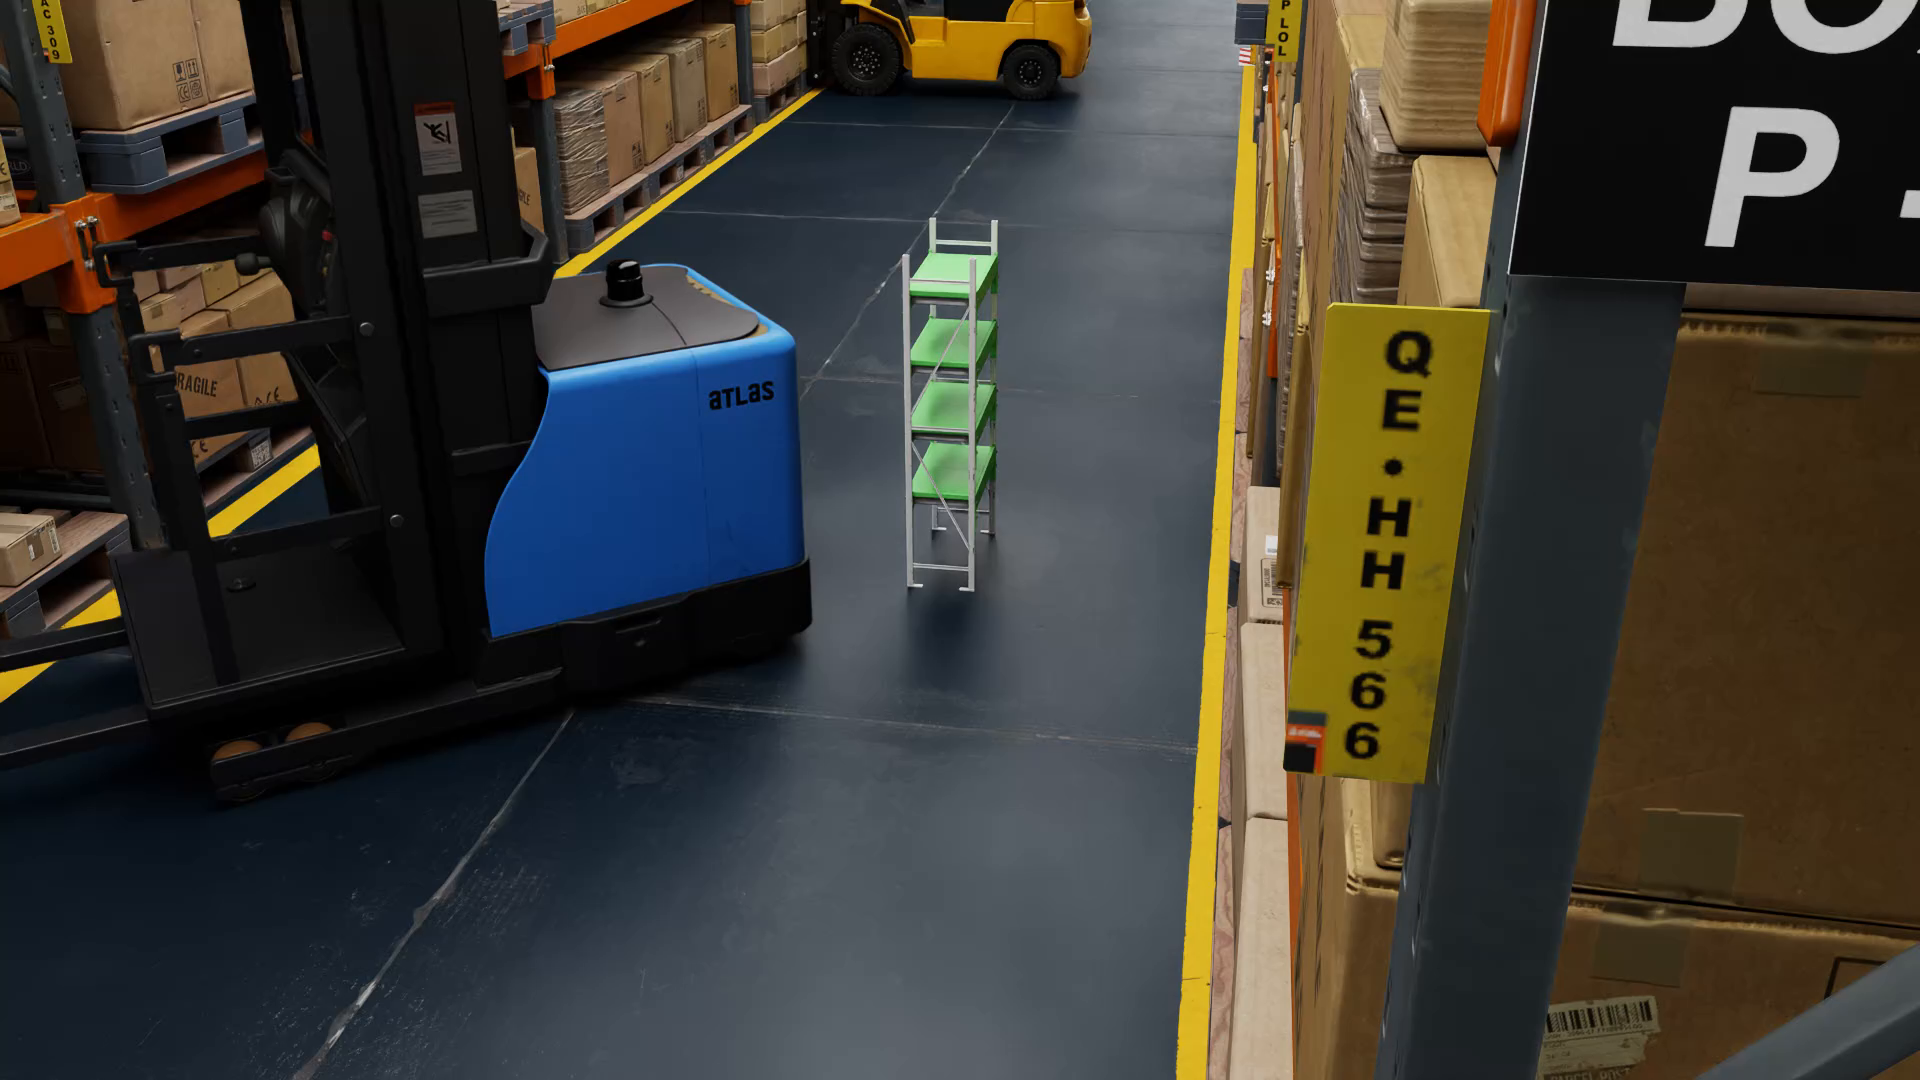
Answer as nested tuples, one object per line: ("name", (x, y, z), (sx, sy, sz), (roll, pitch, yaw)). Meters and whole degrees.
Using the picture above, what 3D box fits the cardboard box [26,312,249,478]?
("cardboard box", (-3.144, -0.574, 6.391), (0.500, 0.500, 0.500), (5, 26, 11))

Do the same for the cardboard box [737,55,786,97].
("cardboard box", (-1.731, -3.799, 13.576), (0.500, 0.250, 0.500), (4, 25, 9))

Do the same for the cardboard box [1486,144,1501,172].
("cardboard box", (0.678, -0.377, 1.456), (0.380, 0.149, 0.250), (4, 25, 9))

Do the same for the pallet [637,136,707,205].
("pallet", (-2.416, -2.589, 11.533), (1.003, 0.211, 1.213), (4, 25, 9))

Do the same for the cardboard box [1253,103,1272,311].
("cardboard box", (1.912, -1.604, 8.150), (0.875, 0.875, 0.875), (4, 25, 8))

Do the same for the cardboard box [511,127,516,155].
("cardboard box", (-2.622, -2.130, 8.950), (0.380, 0.149, 0.250), (3, 25, 6))

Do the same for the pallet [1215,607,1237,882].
("pallet", (1.251, 0.589, 4.743), (1.003, 0.211, 1.213), (4, 25, 9))

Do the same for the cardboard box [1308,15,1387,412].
("cardboard box", (0.784, -0.457, 2.391), (0.500, 0.500, 0.500), (4, 25, 8))

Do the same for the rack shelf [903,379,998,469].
("rack shelf", (-0.027, -0.416, 5.875), (0.258, 0.148, 0.480), (4, 25, 9))

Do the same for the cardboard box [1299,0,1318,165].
("cardboard box", (1.048, -1.092, 3.746), (0.500, 0.500, 0.500), (4, 25, 8))

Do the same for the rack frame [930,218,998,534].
("rack frame", (0.013, -0.576, 6.066), (0.240, 1.200, 0.015), (4, 25, 9))

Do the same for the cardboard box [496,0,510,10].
("cardboard box", (-2.520, -2.777, 8.446), (0.380, 0.149, 0.250), (4, 25, 9))

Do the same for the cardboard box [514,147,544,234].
("cardboard box", (-2.648, -1.868, 9.156), (0.500, 0.500, 0.500), (5, 26, 10))

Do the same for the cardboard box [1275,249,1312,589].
("cardboard box", (0.860, -0.221, 3.065), (0.500, 0.500, 0.500), (5, 26, 10))

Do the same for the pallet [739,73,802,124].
("pallet", (-1.966, -3.742, 13.995), (1.003, 0.211, 1.213), (4, 25, 9))

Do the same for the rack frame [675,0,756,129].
("rack frame", (-2.137, -4.675, 12.699), (1.000, 3.000, 0.127), (4, 25, 9))

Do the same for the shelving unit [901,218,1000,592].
("shelving unit", (-0.027, -0.474, 5.848), (0.258, 1.200, 0.503), (4, 25, 9))

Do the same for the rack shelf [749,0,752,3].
("rack shelf", (-1.810, -5.186, 14.639), (1.077, 0.370, 4.000), (4, 25, 9))

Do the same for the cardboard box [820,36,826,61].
("cardboard box", (-1.493, -4.440, 14.944), (0.500, 0.250, 0.500), (5, 26, 10))

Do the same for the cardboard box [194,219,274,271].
("cardboard box", (-3.015, -1.259, 7.090), (0.380, 0.149, 0.250), (4, 25, 8))

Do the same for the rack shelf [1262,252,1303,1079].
("rack shelf", (1.126, 0.176, 3.185), (1.077, 0.370, 4.000), (4, 25, 9))

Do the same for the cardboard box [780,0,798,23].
("cardboard box", (-1.655, -4.466, 13.822), (0.500, 0.250, 0.500), (4, 25, 9))

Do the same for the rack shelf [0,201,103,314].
("rack shelf", (-3.771, -0.167, 3.916), (1.077, 0.370, 4.000), (4, 25, 9))

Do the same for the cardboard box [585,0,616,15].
("cardboard box", (-2.390, -3.313, 9.966), (0.500, 0.250, 0.500), (3, 25, 7))

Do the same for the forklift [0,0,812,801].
("forklift", (-2.025, -0.849, 4.606), (3.031, 2.935, 1.130), (-14, 28, -27))

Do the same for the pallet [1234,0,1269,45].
("pallet", (2.118, -2.878, 9.087), (1.213, 0.211, 1.003), (4, 25, 9))

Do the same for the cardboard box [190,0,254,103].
("cardboard box", (-3.060, -1.968, 6.303), (0.700, 0.500, 0.500), (4, 25, 9))

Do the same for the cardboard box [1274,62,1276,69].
("cardboard box", (1.779, -2.404, 8.025), (0.500, 0.250, 0.500), (4, 25, 8))

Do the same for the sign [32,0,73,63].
("sign", (-2.908, -1.687, 5.294), (0.100, 0.325, 0.005), (4, 25, 9))

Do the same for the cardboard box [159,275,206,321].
("cardboard box", (-3.155, -0.934, 6.394), (0.380, 0.149, 0.250), (3, 25, 7))

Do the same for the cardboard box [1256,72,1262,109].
("cardboard box", (2.592, -3.543, 13.030), (0.500, 0.250, 0.500), (5, 26, 11))

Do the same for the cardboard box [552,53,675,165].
("cardboard box", (-2.467, -2.932, 11.281), (0.875, 0.625, 0.625), (3, 25, 6))

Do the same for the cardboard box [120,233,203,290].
("cardboard box", (-3.128, -1.059, 6.312), (0.380, 0.149, 0.250), (3, 25, 6))

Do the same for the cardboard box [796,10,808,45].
("cardboard box", (-1.580, -4.447, 14.371), (0.500, 0.250, 0.500), (4, 25, 8))

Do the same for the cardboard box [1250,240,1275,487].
("cardboard box", (1.475, -0.479, 5.747), (0.875, 0.875, 0.875), (5, 26, 10))

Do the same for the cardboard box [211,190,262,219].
("cardboard box", (-3.428, -1.503, 7.610), (0.380, 0.149, 0.250), (3, 25, 6))

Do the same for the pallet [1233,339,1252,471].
("pallet", (1.702, -0.563, 7.205), (1.003, 0.211, 1.213), (4, 25, 9))

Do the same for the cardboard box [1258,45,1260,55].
("cardboard box", (2.756, -4.309, 13.782), (0.500, 0.500, 0.500), (5, 26, 11))

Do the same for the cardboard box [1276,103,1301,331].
("cardboard box", (1.118, -0.854, 4.418), (0.500, 0.500, 0.500), (5, 26, 10))

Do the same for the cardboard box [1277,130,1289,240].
("cardboard box", (1.278, -1.124, 5.289), (0.500, 0.250, 0.500), (3, 25, 7))

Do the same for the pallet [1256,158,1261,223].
("pallet", (2.438, -2.232, 10.770), (1.003, 0.211, 1.213), (4, 25, 9))

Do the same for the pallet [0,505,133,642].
("pallet", (-3.558, 0.221, 5.529), (1.003, 0.211, 1.213), (4, 25, 9))

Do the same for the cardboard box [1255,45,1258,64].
("cardboard box", (2.919, -4.419, 14.901), (0.500, 0.250, 0.500), (5, 26, 10))

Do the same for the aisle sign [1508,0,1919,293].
("aisle sign", (0.482, -0.482, 0.676), (0.394, 0.787, 0.004), (4, 25, 9))

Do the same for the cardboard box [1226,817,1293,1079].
("cardboard box", (0.950, 0.990, 3.123), (0.875, 0.438, 0.875), (5, 25, 10))

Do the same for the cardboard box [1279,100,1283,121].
("cardboard box", (1.543, -1.763, 6.655), (0.500, 0.250, 0.500), (4, 25, 9))

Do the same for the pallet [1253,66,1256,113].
("pallet", (3.032, -3.865, 14.257), (1.003, 0.211, 1.213), (4, 25, 9))

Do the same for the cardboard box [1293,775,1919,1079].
("cardboard box", (0.617, 0.421, 1.694), (0.500, 0.500, 0.500), (4, 25, 9))

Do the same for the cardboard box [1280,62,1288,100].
("cardboard box", (1.438, -1.773, 6.087), (0.500, 0.250, 0.500), (5, 25, 10))
